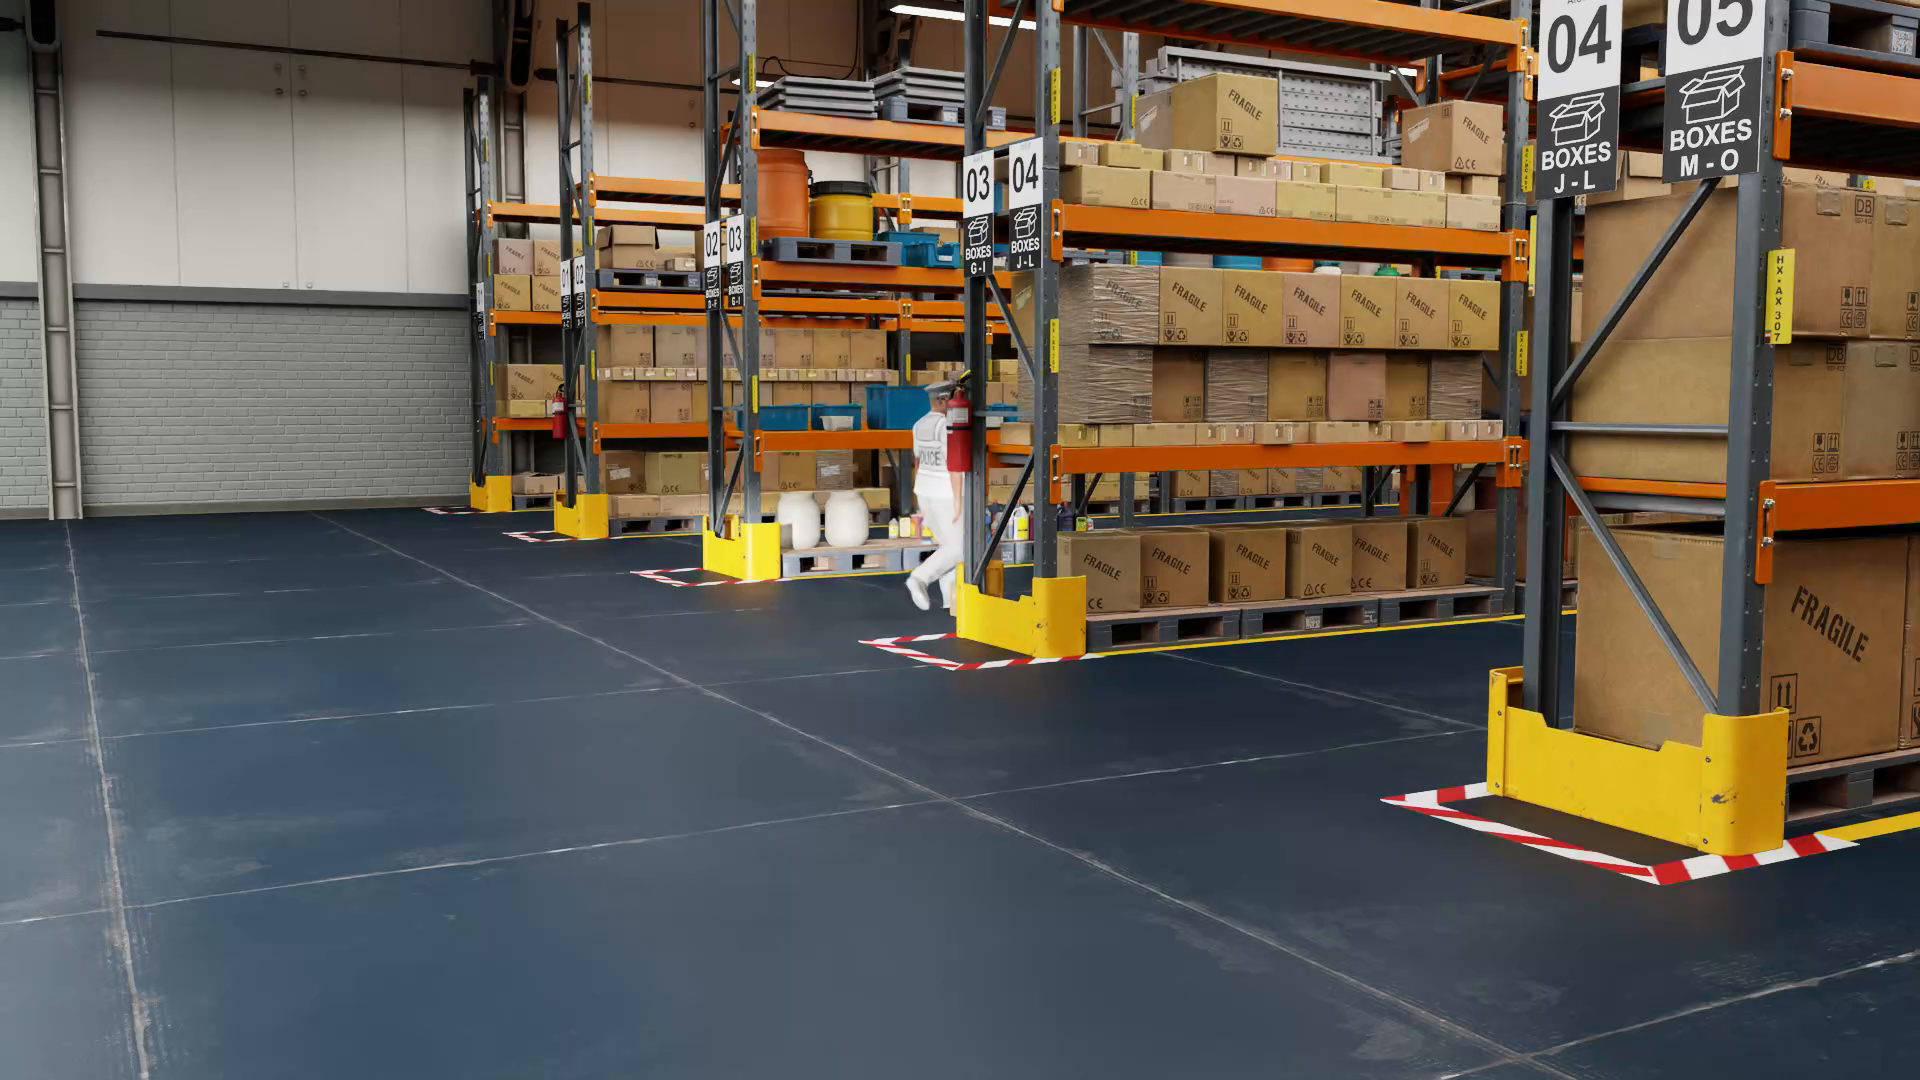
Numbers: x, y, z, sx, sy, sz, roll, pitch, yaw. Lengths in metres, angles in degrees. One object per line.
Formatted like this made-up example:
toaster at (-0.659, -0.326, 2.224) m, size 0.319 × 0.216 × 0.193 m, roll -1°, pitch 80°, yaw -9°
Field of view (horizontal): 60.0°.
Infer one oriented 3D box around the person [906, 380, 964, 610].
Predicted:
person at (-0.129, -0.330, 12.439) m, size 0.817 × 1.734 × 0.555 m, roll -3°, pitch 6°, yaw -35°
